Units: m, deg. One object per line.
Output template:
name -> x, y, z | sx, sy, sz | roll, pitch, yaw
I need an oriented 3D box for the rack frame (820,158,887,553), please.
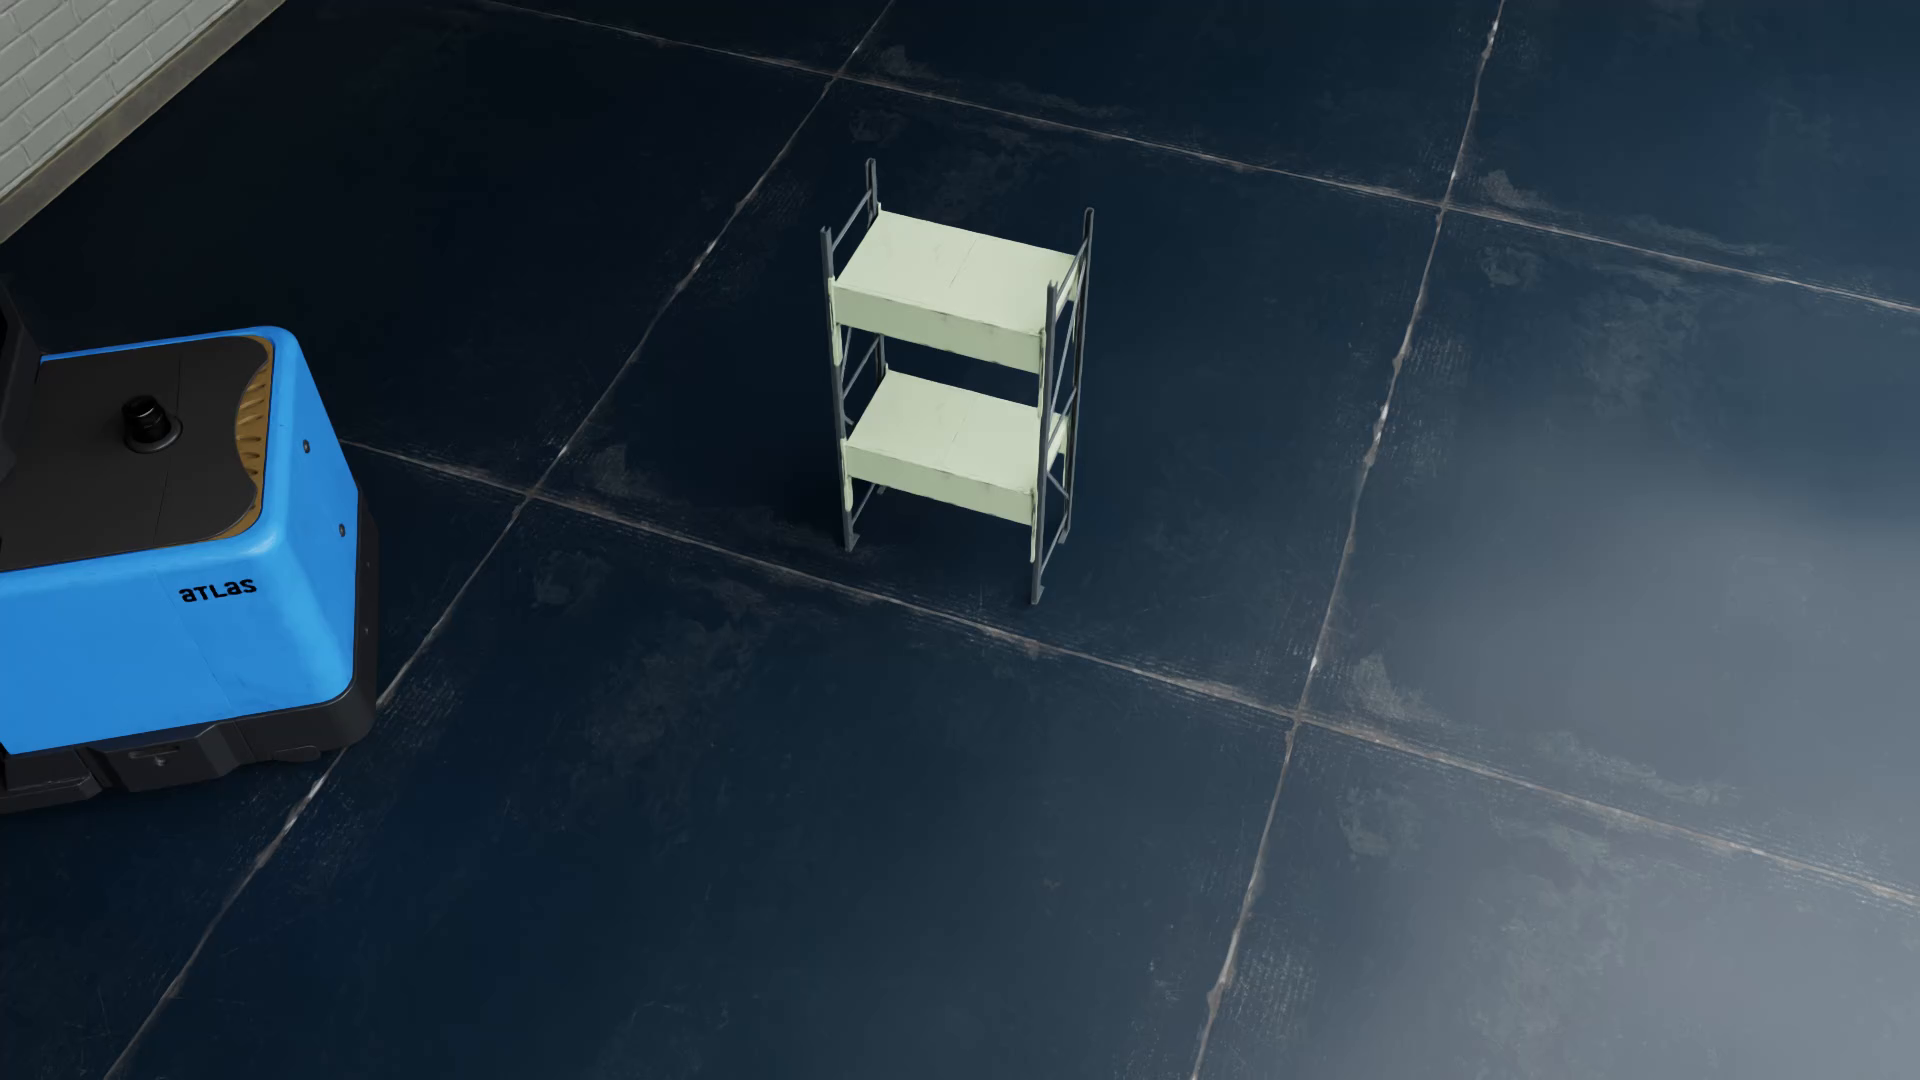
rack frame -> -0.350, -0.589, 5.768 | 0.023, 1.500, 0.400 | 16, 51, 13

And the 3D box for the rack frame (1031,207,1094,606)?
rack frame -> 0.337, -0.397, 5.602 | 0.023, 1.500, 0.400 | 16, 51, 13

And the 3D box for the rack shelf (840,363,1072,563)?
rack shelf -> -0.006, -0.279, 5.931 | 0.720, 0.370, 0.431 | 16, 51, 13

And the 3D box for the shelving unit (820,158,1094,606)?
shelving unit -> -0.006, -0.493, 5.685 | 0.755, 1.500, 0.431 | 16, 51, 13

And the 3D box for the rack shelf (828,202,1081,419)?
rack shelf -> -0.006, -0.749, 5.390 | 0.720, 0.370, 0.431 | 16, 51, 13

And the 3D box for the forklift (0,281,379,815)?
forklift -> -3.549, -0.383, 4.642 | 3.031, 2.935, 1.130 | -9, 50, -8
